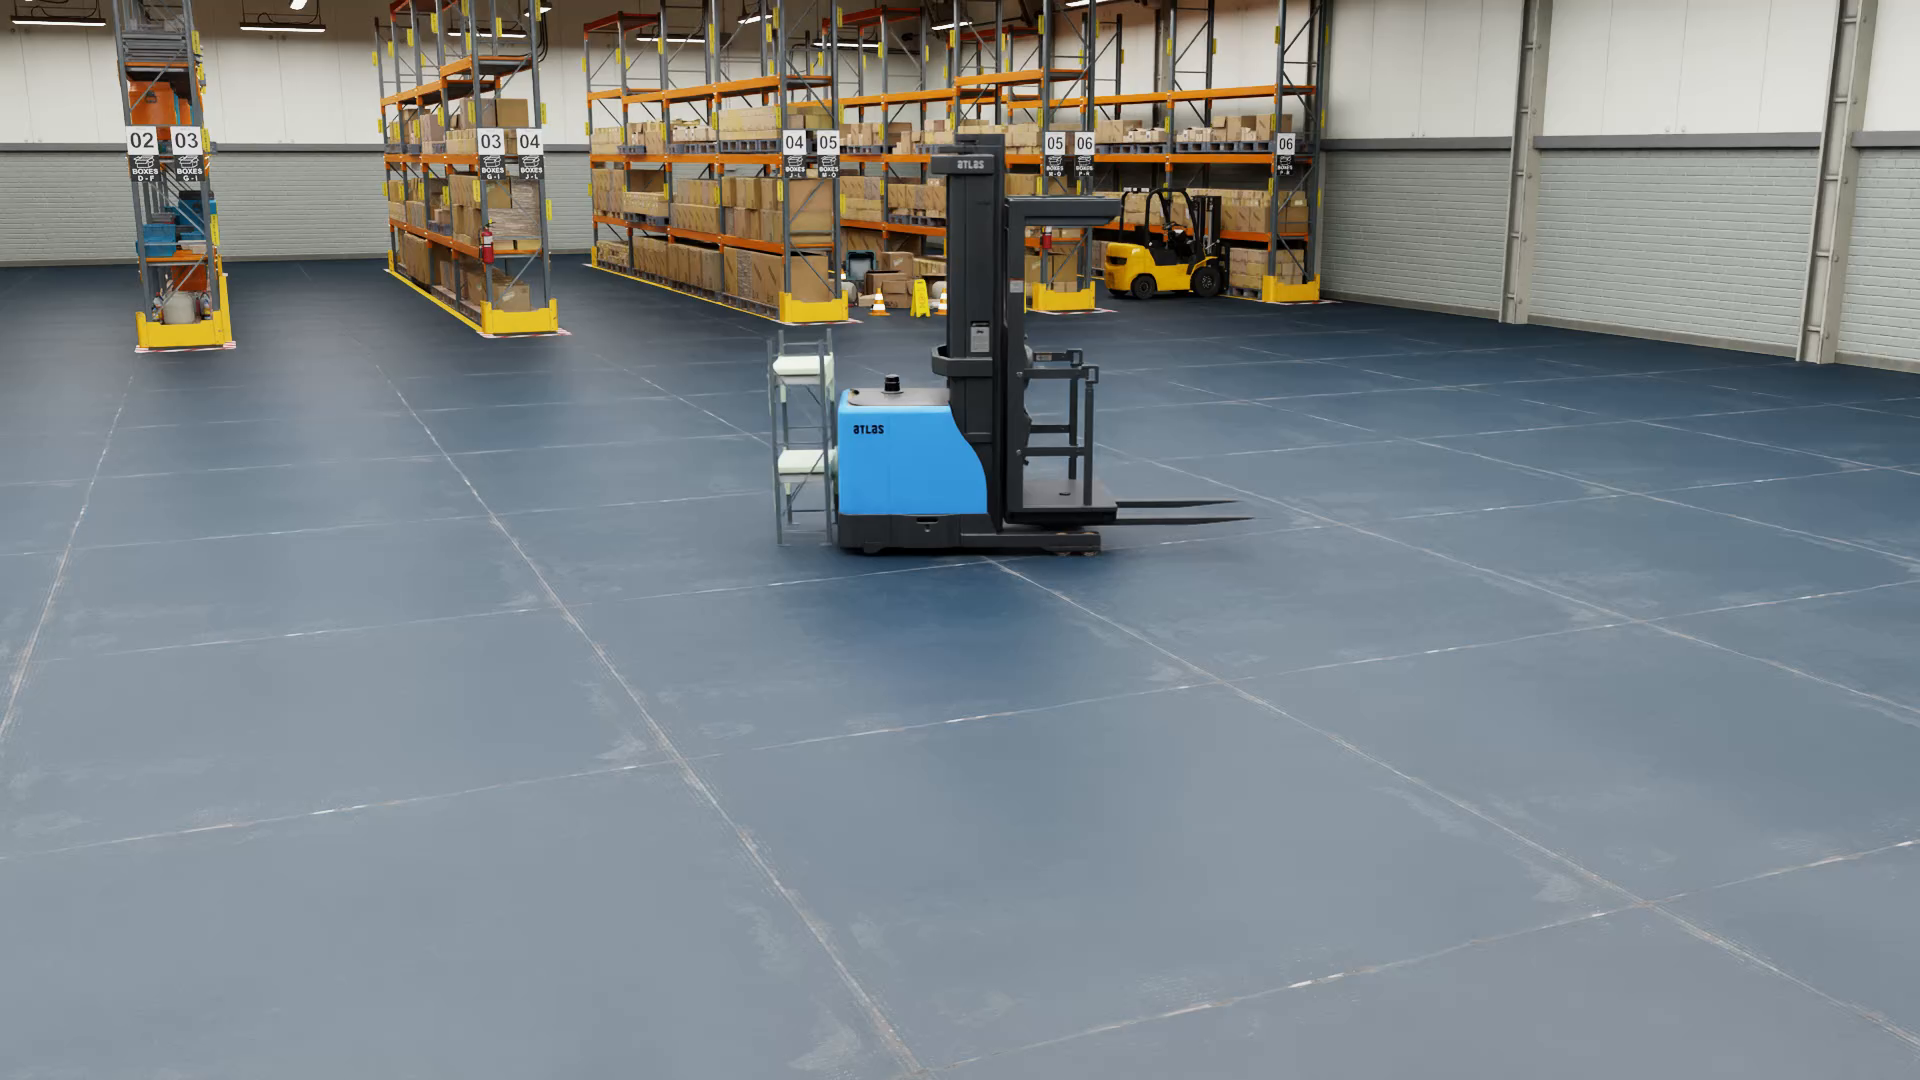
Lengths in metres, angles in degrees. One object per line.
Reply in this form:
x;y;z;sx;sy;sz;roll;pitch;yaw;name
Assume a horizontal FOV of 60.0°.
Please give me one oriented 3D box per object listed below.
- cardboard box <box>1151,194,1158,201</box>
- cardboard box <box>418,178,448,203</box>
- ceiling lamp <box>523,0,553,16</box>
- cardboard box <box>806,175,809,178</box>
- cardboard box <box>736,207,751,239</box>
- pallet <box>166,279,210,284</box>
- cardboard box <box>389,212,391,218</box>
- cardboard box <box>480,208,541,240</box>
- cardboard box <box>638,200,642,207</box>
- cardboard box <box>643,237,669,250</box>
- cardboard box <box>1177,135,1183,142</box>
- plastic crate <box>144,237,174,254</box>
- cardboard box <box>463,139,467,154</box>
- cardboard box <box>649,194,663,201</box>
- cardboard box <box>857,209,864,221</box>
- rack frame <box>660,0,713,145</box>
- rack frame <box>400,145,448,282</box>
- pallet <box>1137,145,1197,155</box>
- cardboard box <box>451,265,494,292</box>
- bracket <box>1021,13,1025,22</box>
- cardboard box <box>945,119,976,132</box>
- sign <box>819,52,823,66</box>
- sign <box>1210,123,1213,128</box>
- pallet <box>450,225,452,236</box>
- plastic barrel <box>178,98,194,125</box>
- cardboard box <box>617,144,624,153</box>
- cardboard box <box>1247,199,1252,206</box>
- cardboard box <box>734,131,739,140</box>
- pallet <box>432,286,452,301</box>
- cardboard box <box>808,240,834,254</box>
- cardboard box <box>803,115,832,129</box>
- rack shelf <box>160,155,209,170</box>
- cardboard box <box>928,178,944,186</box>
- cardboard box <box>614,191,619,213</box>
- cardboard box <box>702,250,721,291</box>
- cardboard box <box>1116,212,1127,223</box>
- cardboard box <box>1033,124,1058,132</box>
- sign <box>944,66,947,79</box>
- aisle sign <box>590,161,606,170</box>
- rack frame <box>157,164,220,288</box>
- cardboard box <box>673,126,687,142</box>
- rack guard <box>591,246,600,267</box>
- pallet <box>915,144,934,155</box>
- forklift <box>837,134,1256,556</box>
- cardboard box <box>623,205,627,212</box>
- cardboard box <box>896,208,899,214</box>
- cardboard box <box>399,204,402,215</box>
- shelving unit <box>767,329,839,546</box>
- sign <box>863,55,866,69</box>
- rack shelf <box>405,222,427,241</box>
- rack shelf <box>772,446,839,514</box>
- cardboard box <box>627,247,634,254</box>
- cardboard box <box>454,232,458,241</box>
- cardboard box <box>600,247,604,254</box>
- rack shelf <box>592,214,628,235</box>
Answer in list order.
4.393;-7.537;36.621;0.380;0.149;0.250;-6;14;-23;cardboard box
-11.137;-7.459;35.501;0.797;0.503;0.637;-5;14;-21;cardboard box
-9.069;-13.166;36.354;0.800;3.185;2.000;-6;14;-23;ceiling lamp
-3.698;-9.036;42.322;0.500;0.500;0.500;-5;14;-22;cardboard box
-3.630;-5.861;30.711;0.875;0.550;0.550;-6;14;-23;cardboard box
-16.195;-5.354;35.035;1.003;0.211;1.213;-6;14;-23;pallet
-13.690;-7.924;40.512;0.380;0.149;0.250;-5;14;-22;cardboard box
-7.316;-5.154;27.103;0.875;0.500;0.500;-6;14;-23;cardboard box
-6.978;-7.531;37.225;0.380;0.149;0.250;-6;14;-24;cardboard box
-6.873;-6.710;37.660;0.500;0.250;0.500;-5;14;-21;cardboard box
4.805;-8.487;35.137;0.380;0.149;0.250;-5;14;-22;cardboard box
-12.389;-4.535;25.642;0.499;0.251;0.408;-6;14;-23;plastic crate
-7.947;-6.518;27.561;0.500;0.250;0.500;-5;14;-22;cardboard box
-6.560;-7.462;36.264;0.380;0.149;0.250;-5;14;-21;cardboard box
-2.092;-7.609;38.928;0.500;0.250;0.500;-6;14;-24;cardboard box
-5.741;-9.846;34.957;1.000;3.000;0.127;-6;14;-23;rack frame
-11.928;-7.323;37.358;1.000;3.000;0.127;-6;14;-23;rack frame
4.538;-8.564;36.490;0.805;0.209;1.217;-6;14;-25;pallet
-9.348;-5.011;31.938;0.700;0.500;0.500;-7;15;-28;cardboard box
1.754;-13.623;43.289;0.235;0.232;0.430;-6;14;-23;bracket
0.008;-8.510;34.127;0.500;0.250;0.500;-5;14;-22;cardboard box
-3.366;-11.628;40.231;0.100;0.325;0.005;-6;14;-23;sign
5.411;-8.817;35.837;0.100;0.325;0.005;-6;14;-23;sign
-8.896;-5.748;30.978;1.003;0.211;1.213;-6;14;-23;pallet
-15.642;-8.447;33.519;0.600;0.901;0.708;-6;14;-23;plastic barrel
-7.787;-9.215;39.215;0.500;0.250;0.500;-5;14;-22;cardboard box
5.933;-6.708;33.042;0.380;0.149;0.250;-5;14;-22;cardboard box
-3.895;-7.374;30.329;0.380;0.149;0.250;-6;14;-24;cardboard box
-10.014;-4.977;33.404;1.003;0.211;1.213;-6;14;-23;pallet
-3.360;-7.499;42.869;0.875;0.438;0.875;-6;14;-25;cardboard box
-2.494;-7.180;28.609;0.500;0.250;0.500;-6;14;-23;cardboard box
-17.267;-8.400;36.954;1.077;0.370;4.000;-6;14;-23;rack shelf
-0.454;-7.550;35.089;0.380;0.149;0.250;-6;14;-25;cardboard box
-8.002;-8.126;39.944;0.500;0.500;0.500;-6;14;-25;cardboard box
-4.469;-5.326;32.788;1.050;0.750;0.750;-6;14;-23;cardboard box
3.871;-7.337;37.749;0.500;0.250;0.500;-5;14;-21;cardboard box
1.553;-7.510;30.301;0.380;0.149;0.250;-5;14;-22;cardboard box
-0.401;-12.861;45.734;0.100;0.325;0.005;-6;14;-23;sign
-9.249;-9.831;42.429;0.394;0.787;0.004;-6;14;-23;aisle sign
-16.466;-6.876;35.425;1.000;3.000;0.127;-6;14;-23;rack frame
-5.652;-8.426;34.514;0.500;0.311;0.500;-6;14;-23;cardboard box
-8.915;-7.343;42.988;1.175;0.500;0.348;-6;14;-23;rack guard
-0.211;-8.286;35.285;1.213;0.211;1.003;-6;14;-23;pallet
0.622;-1.434;12.065;3.031;2.935;1.130;-1;13;-2;forklift
-7.606;-7.709;38.654;0.380;0.149;0.250;-6;14;-26;cardboard box
-1.203;-7.329;37.008;0.380;0.149;0.250;-7;15;-26;cardboard box
-12.555;-7.569;38.094;0.500;0.250;0.500;-5;14;-21;cardboard box
-1.154;-0.774;12.365;0.431;1.500;0.755;-1;13;1;shelving unit
-2.355;-11.686;40.657;0.100;0.325;0.005;-6;14;-23;sign
-11.127;-6.559;35.654;1.077;0.370;4.000;-6;14;-23;rack shelf
-1.146;-0.457;12.439;0.431;0.370;0.720;-1;13;1;rack shelf
-7.724;-6.906;39.627;0.380;0.149;0.250;-5;14;-21;cardboard box
-8.825;-5.423;29.708;0.380;0.149;0.250;-6;14;-23;cardboard box
-8.913;-7.344;42.181;0.380;0.149;0.250;-6;14;-23;cardboard box
-8.144;-7.813;41.070;1.077;0.370;4.000;-6;14;-23;rack shelf
